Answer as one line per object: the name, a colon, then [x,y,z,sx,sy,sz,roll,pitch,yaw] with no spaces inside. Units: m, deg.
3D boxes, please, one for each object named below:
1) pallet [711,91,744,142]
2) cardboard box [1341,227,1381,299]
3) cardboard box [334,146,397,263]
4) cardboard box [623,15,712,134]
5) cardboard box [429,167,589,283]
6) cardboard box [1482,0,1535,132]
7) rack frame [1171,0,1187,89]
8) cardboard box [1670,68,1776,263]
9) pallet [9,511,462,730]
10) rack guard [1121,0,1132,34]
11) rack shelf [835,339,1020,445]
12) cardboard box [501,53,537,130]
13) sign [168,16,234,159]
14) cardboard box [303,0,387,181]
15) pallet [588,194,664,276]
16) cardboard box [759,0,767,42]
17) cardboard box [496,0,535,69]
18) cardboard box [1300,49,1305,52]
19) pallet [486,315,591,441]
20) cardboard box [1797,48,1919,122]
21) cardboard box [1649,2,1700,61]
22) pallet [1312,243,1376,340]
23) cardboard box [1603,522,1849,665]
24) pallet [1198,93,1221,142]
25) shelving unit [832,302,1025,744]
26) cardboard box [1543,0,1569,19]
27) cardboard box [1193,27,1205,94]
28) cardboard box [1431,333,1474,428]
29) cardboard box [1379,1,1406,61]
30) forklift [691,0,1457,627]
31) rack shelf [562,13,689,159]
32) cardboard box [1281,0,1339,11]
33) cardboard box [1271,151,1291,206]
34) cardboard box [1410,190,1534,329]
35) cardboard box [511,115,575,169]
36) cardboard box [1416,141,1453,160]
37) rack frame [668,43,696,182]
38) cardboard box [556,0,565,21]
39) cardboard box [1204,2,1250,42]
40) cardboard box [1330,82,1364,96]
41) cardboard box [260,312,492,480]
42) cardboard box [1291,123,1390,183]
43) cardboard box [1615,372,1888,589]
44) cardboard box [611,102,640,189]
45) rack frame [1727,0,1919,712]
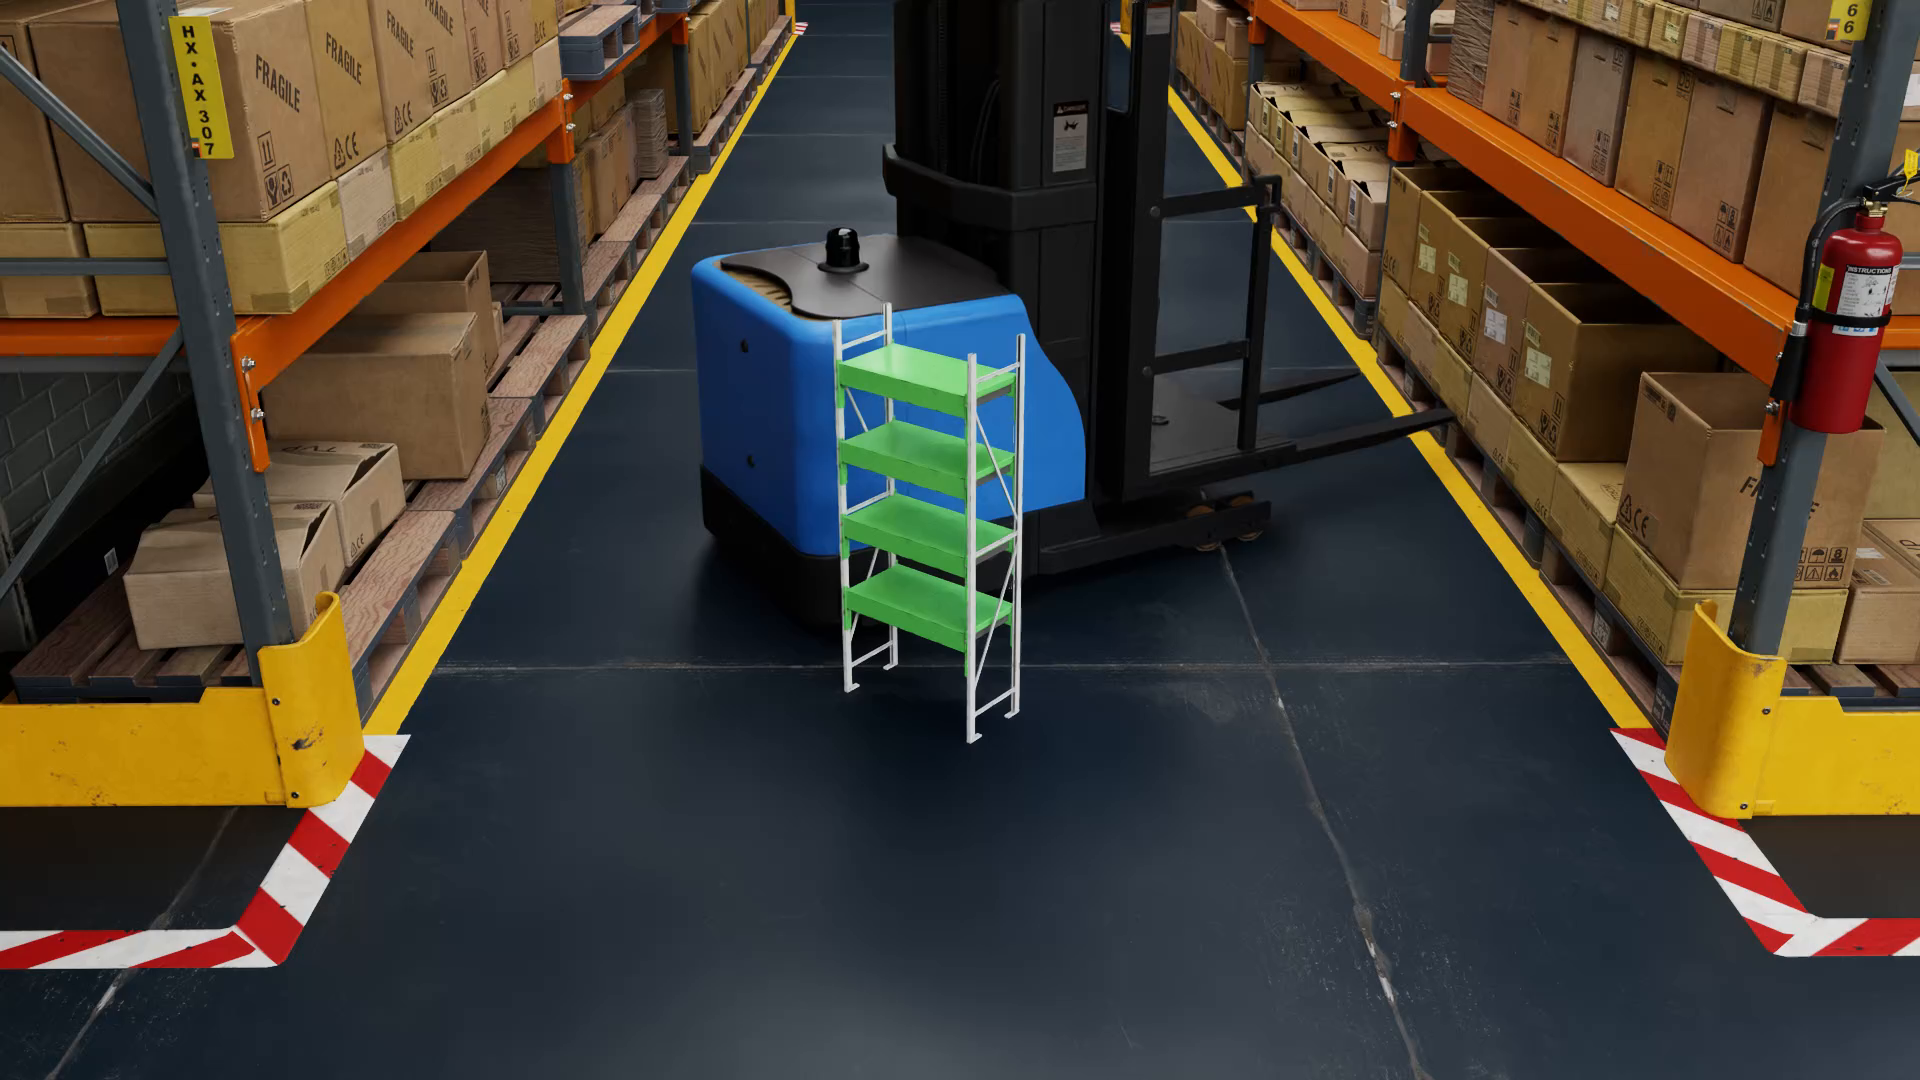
pallet: [-2.356,-3.515,13.765,1.003,0.211,1.213,0,24,-1]
cardboard box: [2.290,-1.442,8.626,0.500,0.250,0.500,0,24,-1]
cardboard box: [-2.033,-1.019,5.022,0.500,0.250,0.500,-1,24,-2]
cardboard box: [-2.289,-3.474,12.391,0.750,0.750,0.750,-1,24,-1]
cardboard box: [-2.394,-1.675,8.813,0.700,0.500,0.500,1,24,1]
cardboard box: [2.608,-1.980,6.866,0.700,0.500,0.500,-1,24,-1]
rack frame: [2.497,-5.631,15.060,1.000,3.000,0.127,0,24,-1]
cardboard box: [2.625,-1.140,5.010,0.700,0.500,0.500,0,24,1]
pallet: [-2.300,0.242,5.459,1.003,0.211,1.213,0,24,-1]
rack guard: [2.454,-6.109,19.150,1.175,0.500,0.348,0,24,-1]
rack shelf: [-0.091,-0.427,4.727,0.480,0.148,0.258,18,30,35]
cardboard box: [-2.064,-1.852,6.863,0.500,0.250,0.500,0,24,0]
sign: [-1.783,-1.059,3.901,0.100,0.325,0.005,0,24,-1]
cardboard box: [-2.025,-1.346,4.835,0.500,0.500,0.500,0,24,0]
pallet: [-2.395,-1.865,10.117,1.003,0.211,1.213,0,24,-1]
cardboard box: [-2.367,-5.387,17.044,0.700,0.500,0.500,0,24,1]
cardboard box: [-2.043,-2.194,6.708,0.500,0.500,0.500,0,24,-1]
cardboard box: [2.810,-3.655,13.191,0.500,0.500,0.500,-1,24,-1]
pallet: [-2.326,-0.763,7.682,1.003,0.211,1.213,0,24,-1]
cardboard box: [2.433,-1.184,4.319,0.380,0.149,0.250,-1,24,-1]
cardboard box: [2.422,-1.609,5.259,0.380,0.149,0.250,0,24,1]
pallet: [2.537,-1.367,9.017,1.003,0.211,1.213,0,24,-1]
cardboard box: [2.327,0.156,5.093,0.500,0.250,0.500,0,24,-1]
pallet: [2.560,-3.521,13.780,1.003,0.211,1.213,0,24,-1]
shelving unit: [-0.091,-0.047,4.899,0.503,1.200,0.258,18,30,35]
cardboard box: [2.412,-2.033,6.196,0.380,0.149,0.250,-1,24,-2]
cardboard box: [2.274,-4.066,14.100,0.500,0.500,0.500,0,24,0]
cardboard box: [2.287,-0.668,6.915,0.500,0.250,0.500,0,24,-1]
cardboard box: [2.391,-2.634,8.598,0.396,0.266,0.258,-1,24,-2]
forklift: [0.582,-1.469,5.941,3.031,2.935,1.130,-13,27,-26]
rack shelf: [-2.391,-2.807,9.689,1.077,0.370,4.000,0,24,-1]
cardboard box: [2.357,-3.572,10.617,0.500,0.311,0.500,-1,24,-1]
cardboard box: [2.271,-2.283,10.484,0.500,0.250,0.500,-1,24,-2]
cardboard box: [2.290,-1.216,7.216,0.500,0.500,0.500,0,24,-1]
cardboard box: [-2.402,-2.198,9.060,0.500,0.250,0.500,-1,24,-2]
cardboard box: [2.822,-2.119,9.442,0.500,0.311,0.500,-1,24,-2]
rack frame: [-2.413,-3.959,11.363,1.000,3.000,0.127,0,24,-1]
cardboard box: [-2.340,-2.766,8.071,0.700,0.500,0.500,0,24,0]
cardboard box: [2.276,-4.215,13.519,0.500,0.250,0.500,-1,24,-2]
cardboard box: [2.793,-2.962,11.305,0.500,0.311,0.500,0,24,1]
cardboard box: [-2.207,-0.547,6.318,0.700,0.500,0.500,-2,24,-4]
cardboard box: [2.276,-2.321,9.888,0.500,0.311,0.500,-1,24,-1]
cardboard box: [2.325,-0.186,4.938,0.500,0.500,0.500,0,24,-1]
cardboard box: [-2.463,-2.511,10.661,0.700,0.500,0.500,0,24,-1]
rack frame: [2.628,-0.686,4.127,1.000,3.000,0.127,0,24,-1]
